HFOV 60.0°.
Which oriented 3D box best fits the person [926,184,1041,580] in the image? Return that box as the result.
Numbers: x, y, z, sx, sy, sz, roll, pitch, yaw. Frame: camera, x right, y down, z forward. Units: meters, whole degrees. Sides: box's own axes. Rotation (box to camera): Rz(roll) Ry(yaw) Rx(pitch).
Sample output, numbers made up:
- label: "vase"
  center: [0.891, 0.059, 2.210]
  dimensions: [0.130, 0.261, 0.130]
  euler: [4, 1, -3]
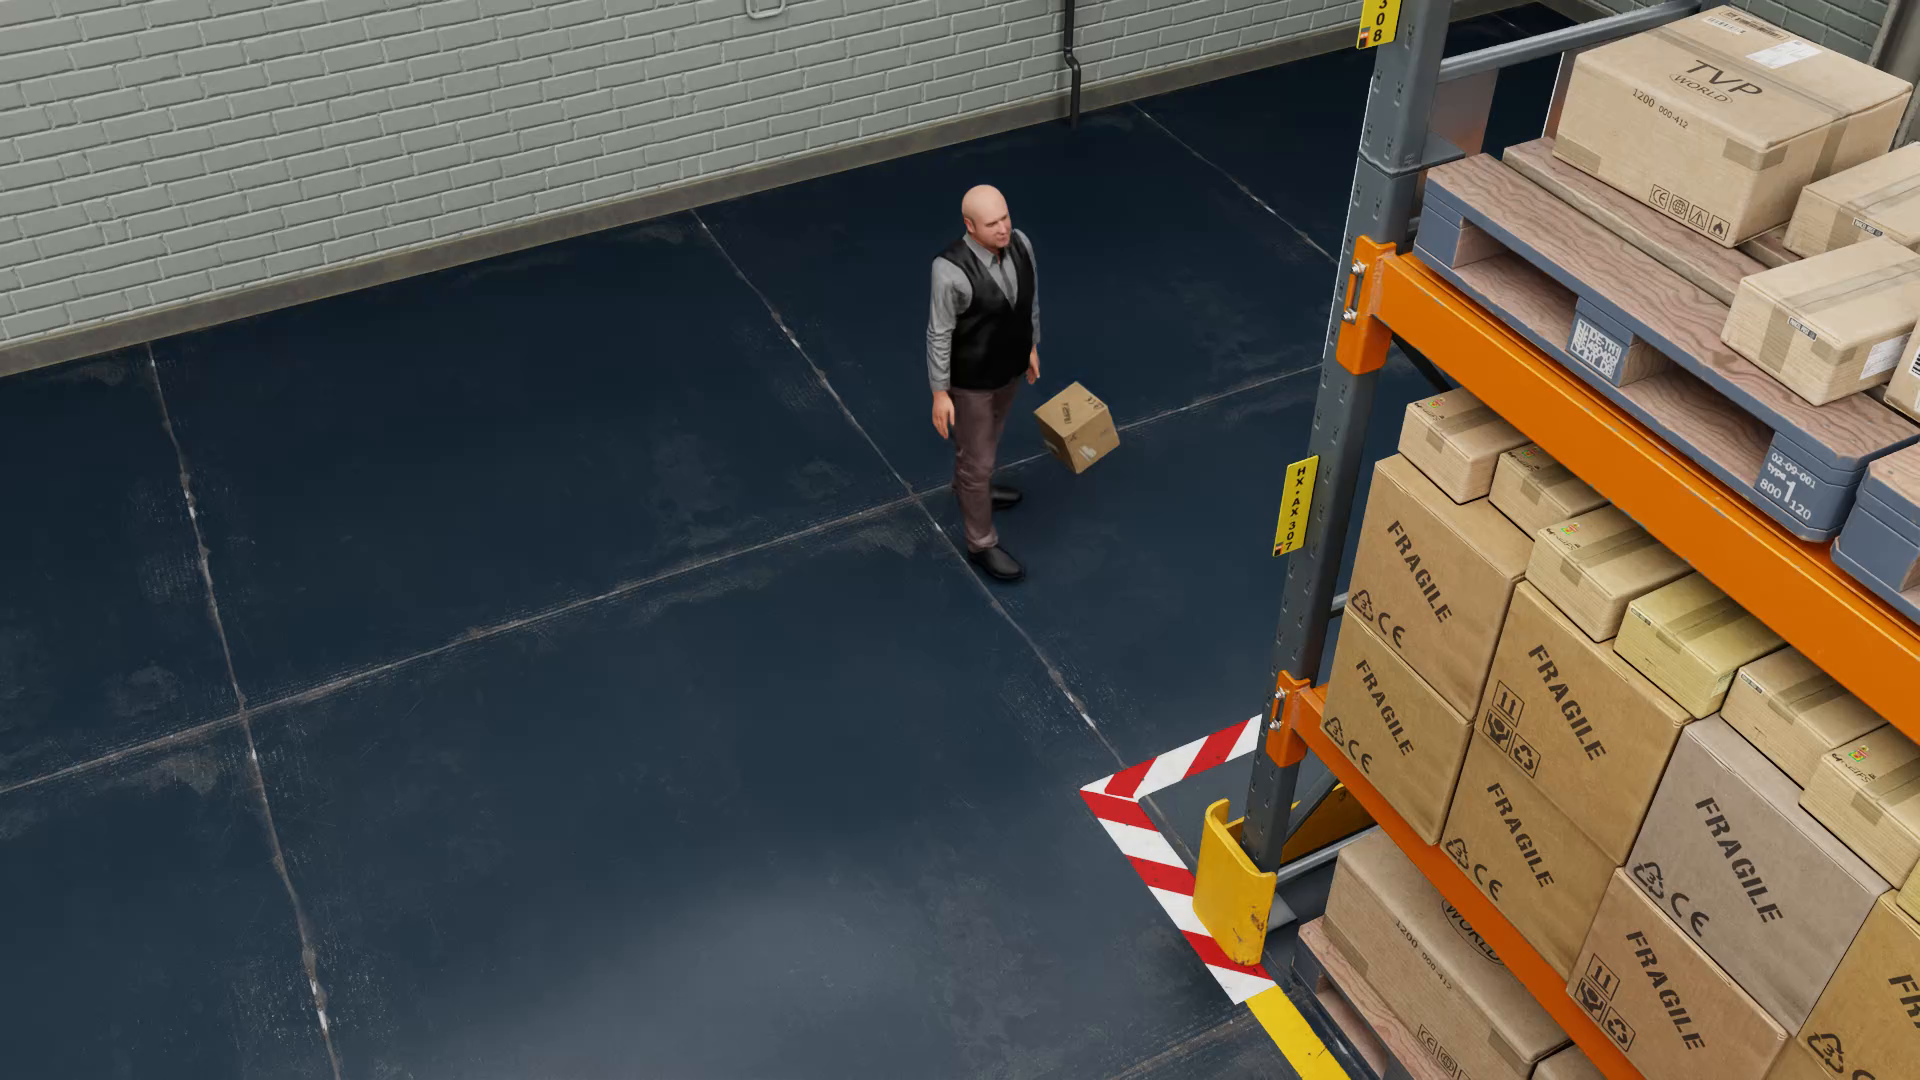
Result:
- label: "person"
  center: [0.132, -0.661, 6.914]
  dimensions: [0.611, 1.718, 0.669]
  euler: [30, 49, 30]
